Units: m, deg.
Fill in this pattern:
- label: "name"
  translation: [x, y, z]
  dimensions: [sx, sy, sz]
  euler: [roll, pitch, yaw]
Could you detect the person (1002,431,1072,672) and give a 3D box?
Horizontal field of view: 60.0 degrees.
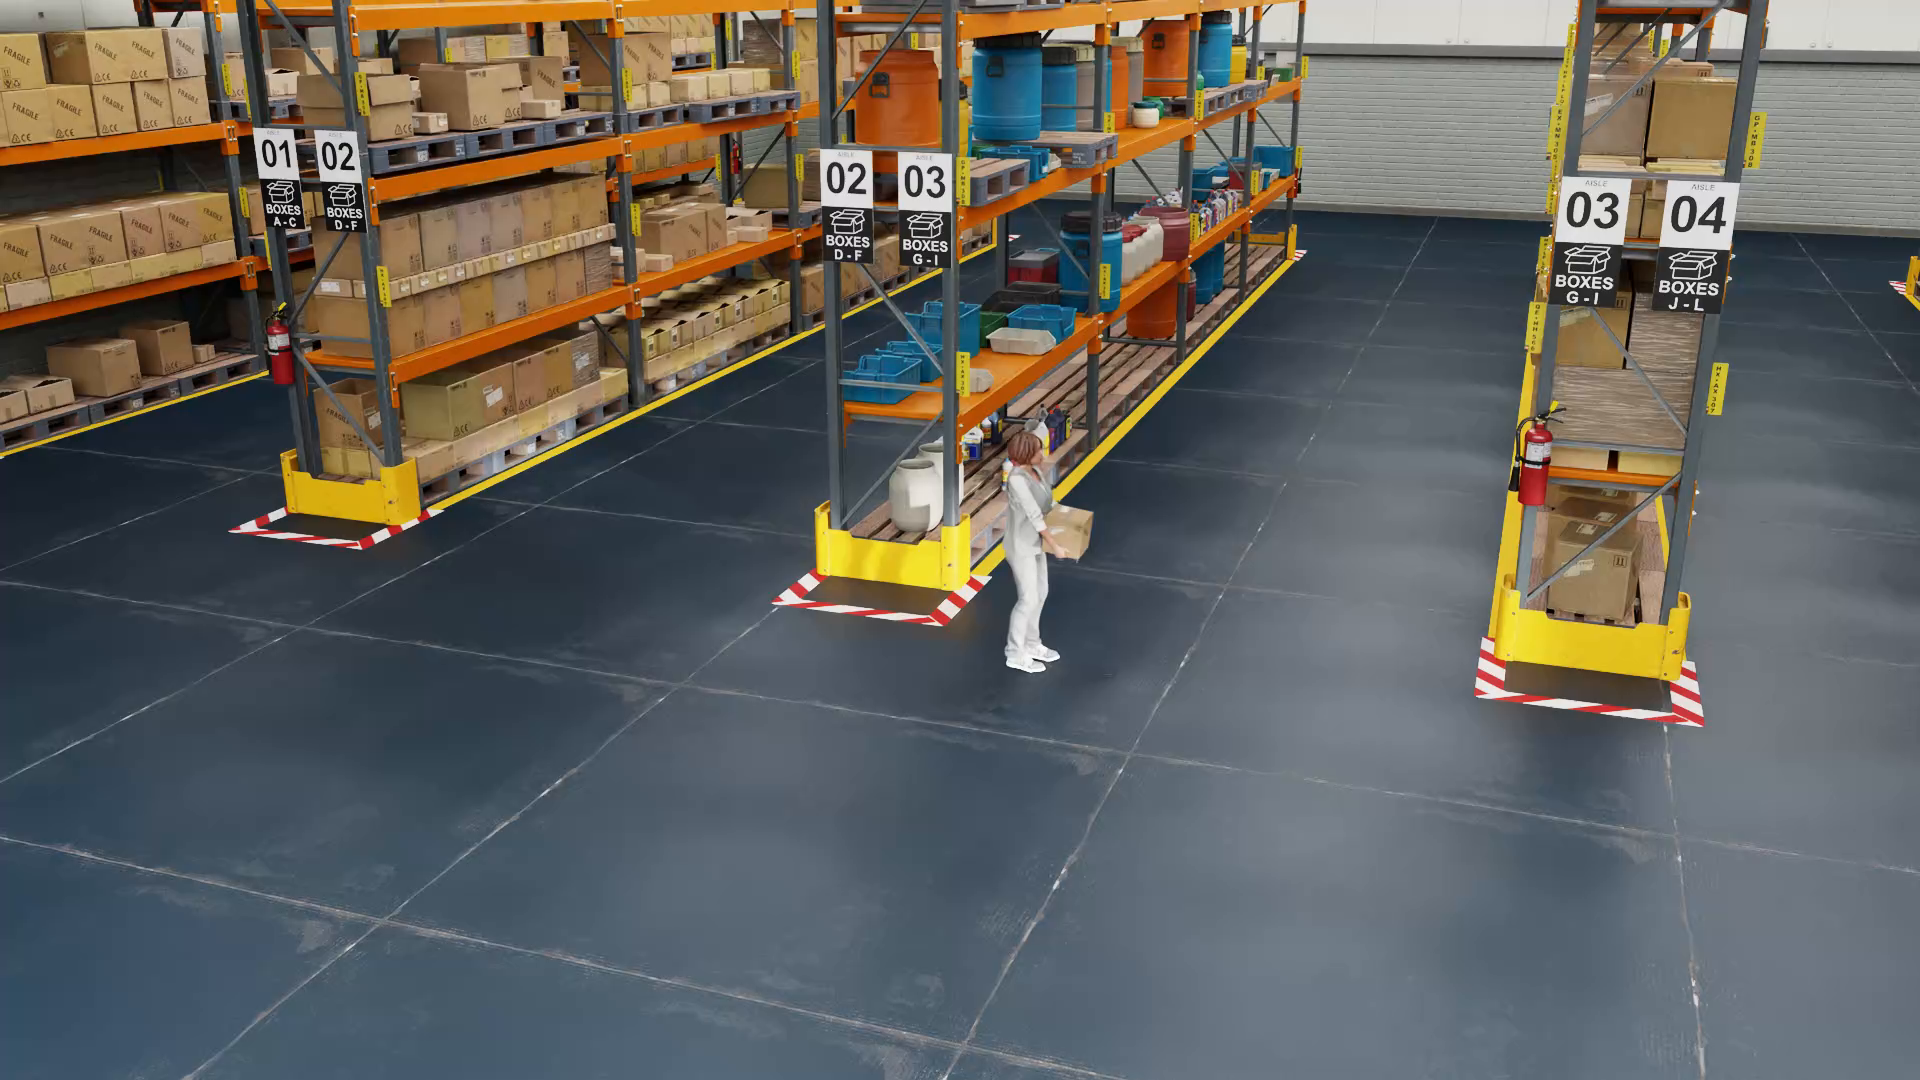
- label: "person"
  translation: [0.528, 0.076, 10.865]
  dimensions: [0.498, 1.598, 0.385]
  euler: [6, 20, 18]
